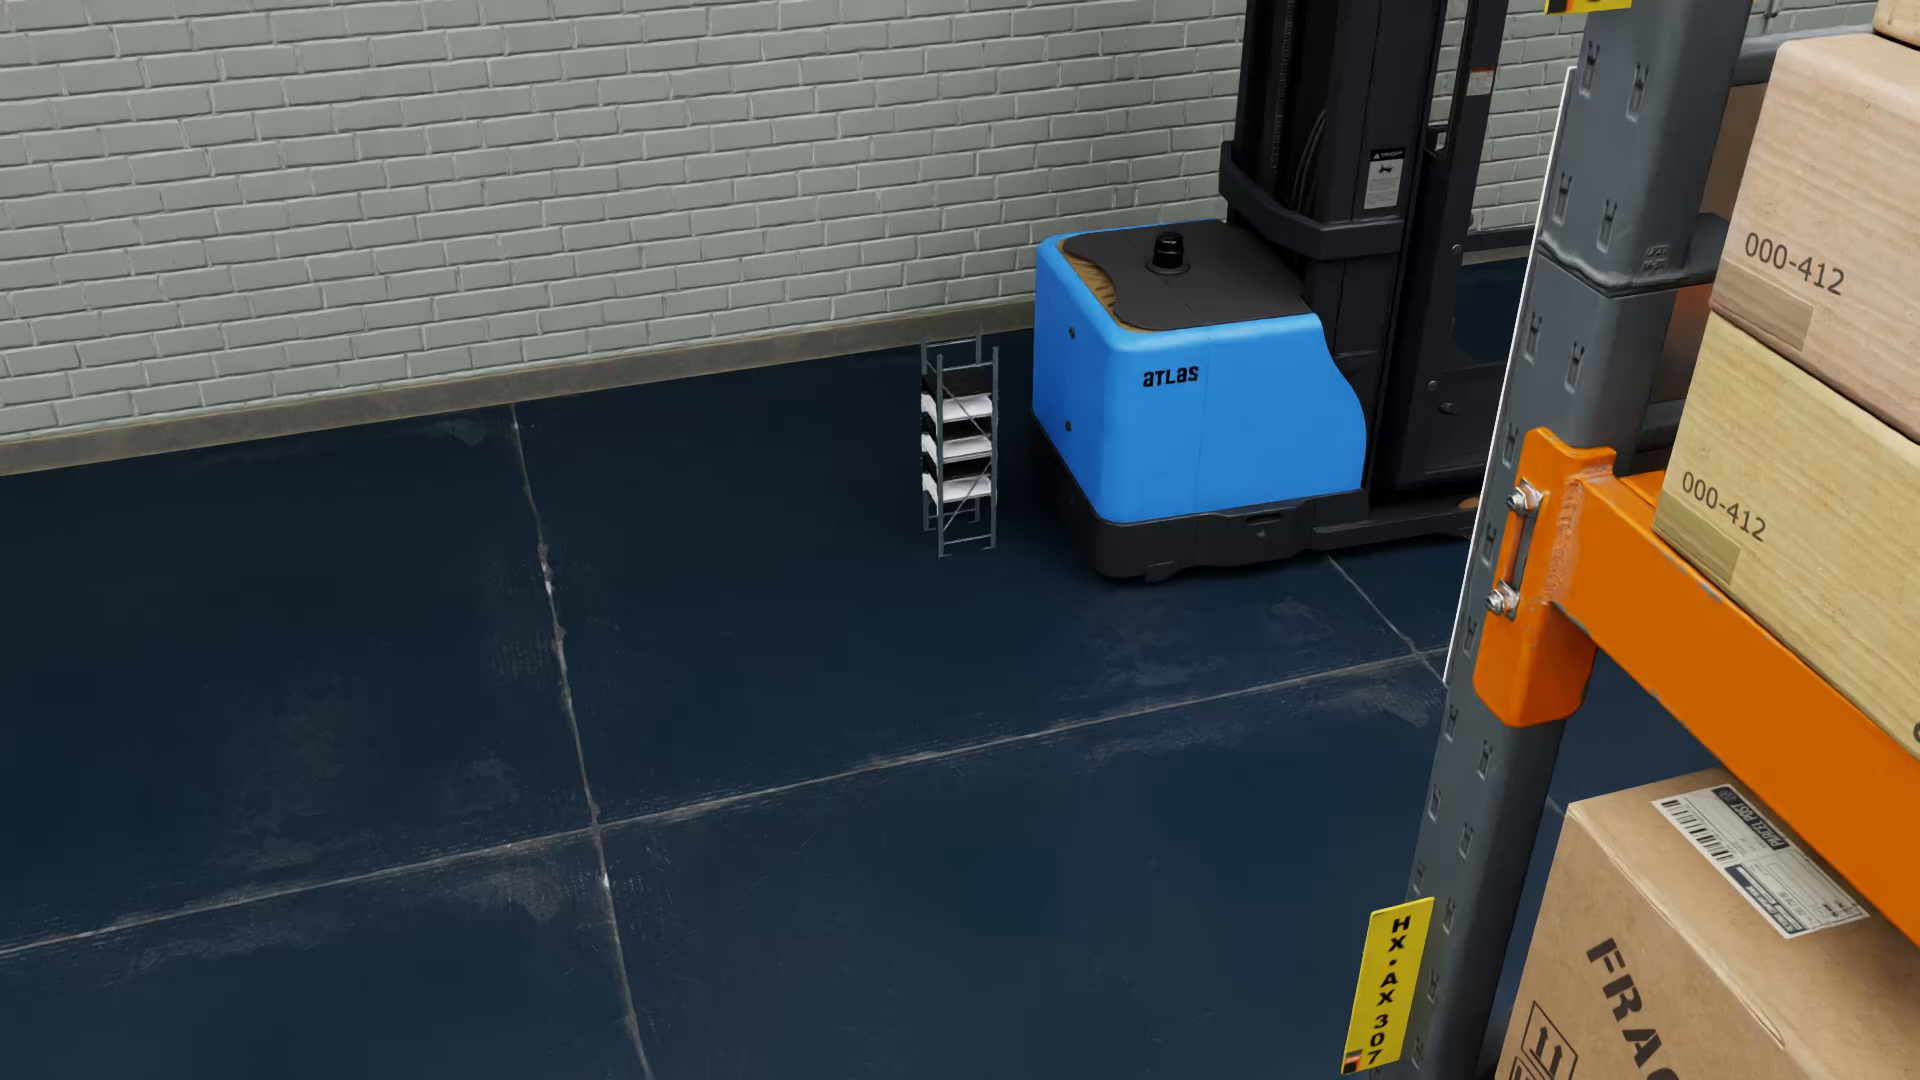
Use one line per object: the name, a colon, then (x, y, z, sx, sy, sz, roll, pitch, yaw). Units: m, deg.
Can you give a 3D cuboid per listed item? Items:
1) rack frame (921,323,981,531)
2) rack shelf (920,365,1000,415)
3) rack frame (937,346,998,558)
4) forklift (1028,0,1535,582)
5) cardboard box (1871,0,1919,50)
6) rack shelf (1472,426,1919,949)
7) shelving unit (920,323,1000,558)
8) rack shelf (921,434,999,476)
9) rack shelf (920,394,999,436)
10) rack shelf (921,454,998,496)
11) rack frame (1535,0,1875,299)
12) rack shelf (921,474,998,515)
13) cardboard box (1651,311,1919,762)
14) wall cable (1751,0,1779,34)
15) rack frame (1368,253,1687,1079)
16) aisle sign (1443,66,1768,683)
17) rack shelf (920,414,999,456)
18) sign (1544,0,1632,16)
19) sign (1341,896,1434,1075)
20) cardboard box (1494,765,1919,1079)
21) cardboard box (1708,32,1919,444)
rack frame: (-0.033, -0.433, 6.589, 0.240, 0.900, 0.006, -10, 35, -15)
rack shelf: (-0.002, -0.577, 6.378, 0.258, 0.077, 0.200, -10, 35, -15)
rack frame: (0.029, -0.326, 6.428, 0.240, 0.900, 0.006, -10, 35, -15)
forklift: (1.866, -1.499, 6.360, 3.031, 2.935, 1.130, -8, 34, -13)
cardboard box: (0.992, -0.464, 1.332, 0.380, 0.149, 0.250, -10, 35, -15)
rack shelf: (1.720, 0.990, 0.463, 1.077, 0.370, 4.000, -10, 35, -15)
shelving unit: (-0.002, -0.380, 6.508, 0.258, 0.900, 0.210, -10, 35, -15)
rack shelf: (-0.002, -0.352, 6.527, 0.258, 0.077, 0.200, -10, 35, -15)
rack shelf: (-0.002, -0.502, 6.428, 0.258, 0.077, 0.200, -10, 35, -15)
rack shelf: (-0.002, -0.277, 6.576, 0.258, 0.077, 0.200, -10, 35, -15)
rack frame: (1.110, -1.612, 1.027, 1.000, 3.000, 0.127, -10, 35, -15)
rack shelf: (-0.002, -0.202, 6.626, 0.258, 0.077, 0.200, -10, 35, -15)
cardboard box: (1.003, -0.019, 1.473, 0.500, 0.250, 0.500, -9, 34, -13)
wall cable: (4.051, -3.388, 8.206, 0.585, 1.953, 0.123, -10, 35, -15)
rack frame: (1.110, 0.891, 2.680, 1.000, 3.000, 0.127, -10, 35, -15)
aisle sign: (0.802, -0.181, 1.945, 0.394, 0.787, 0.004, -10, 35, -15)
rack shelf: (-0.002, -0.427, 6.477, 0.258, 0.077, 0.200, -10, 35, -15)
sign: (0.593, -0.634, 1.474, 0.100, 0.325, 0.005, -10, 35, -15)
sign: (0.593, 0.621, 2.304, 0.100, 0.325, 0.005, -10, 35, -15)
cardboard box: (0.994, 0.589, 1.871, 0.500, 0.500, 0.500, -10, 35, -15)
cardboard box: (0.999, -0.227, 1.334, 0.500, 0.250, 0.500, -9, 35, -14)
